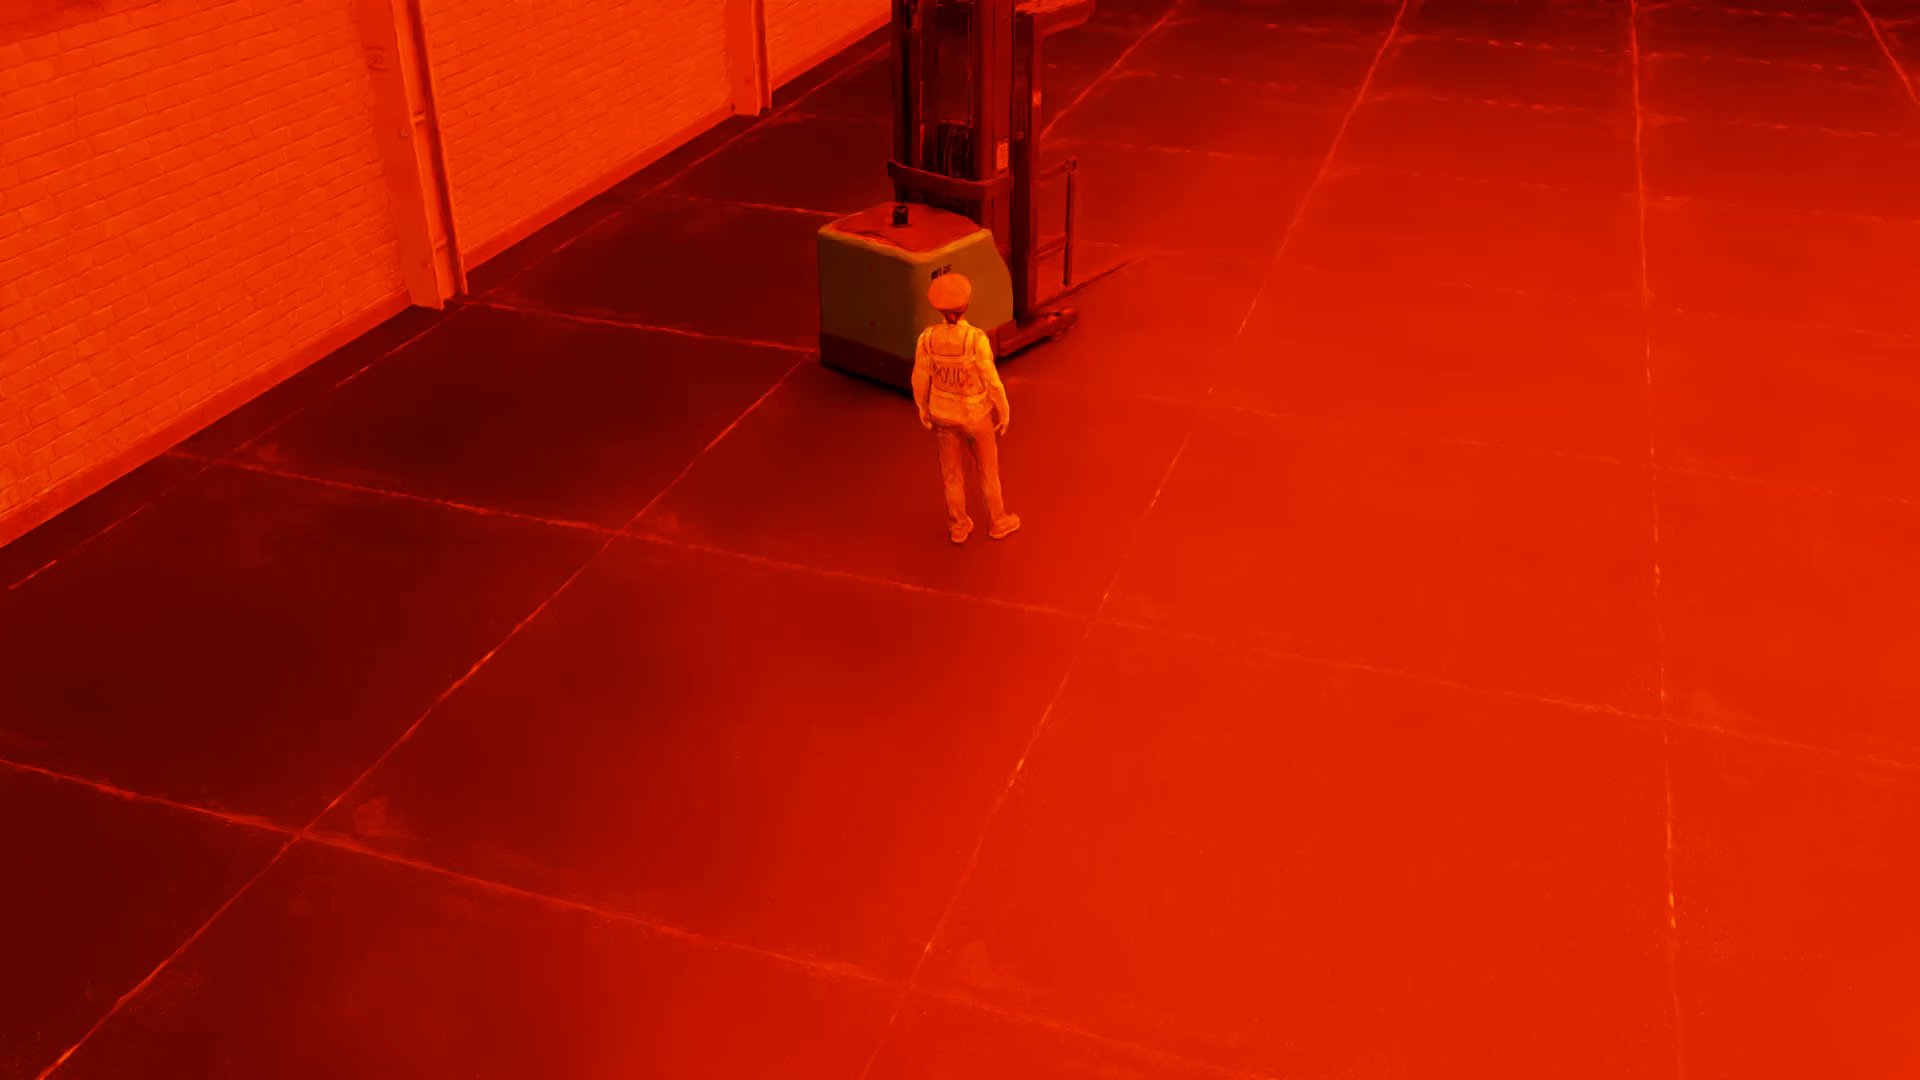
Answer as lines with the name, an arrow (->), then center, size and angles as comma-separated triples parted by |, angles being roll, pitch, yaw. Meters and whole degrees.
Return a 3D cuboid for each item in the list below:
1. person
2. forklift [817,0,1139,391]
person -> 0.029, -0.773, 9.726 | 0.586, 1.695, 0.533 | 10, 31, 16
forklift -> 0.278, -2.982, 12.368 | 1.130, 2.935, 3.031 | 22, 36, 33
